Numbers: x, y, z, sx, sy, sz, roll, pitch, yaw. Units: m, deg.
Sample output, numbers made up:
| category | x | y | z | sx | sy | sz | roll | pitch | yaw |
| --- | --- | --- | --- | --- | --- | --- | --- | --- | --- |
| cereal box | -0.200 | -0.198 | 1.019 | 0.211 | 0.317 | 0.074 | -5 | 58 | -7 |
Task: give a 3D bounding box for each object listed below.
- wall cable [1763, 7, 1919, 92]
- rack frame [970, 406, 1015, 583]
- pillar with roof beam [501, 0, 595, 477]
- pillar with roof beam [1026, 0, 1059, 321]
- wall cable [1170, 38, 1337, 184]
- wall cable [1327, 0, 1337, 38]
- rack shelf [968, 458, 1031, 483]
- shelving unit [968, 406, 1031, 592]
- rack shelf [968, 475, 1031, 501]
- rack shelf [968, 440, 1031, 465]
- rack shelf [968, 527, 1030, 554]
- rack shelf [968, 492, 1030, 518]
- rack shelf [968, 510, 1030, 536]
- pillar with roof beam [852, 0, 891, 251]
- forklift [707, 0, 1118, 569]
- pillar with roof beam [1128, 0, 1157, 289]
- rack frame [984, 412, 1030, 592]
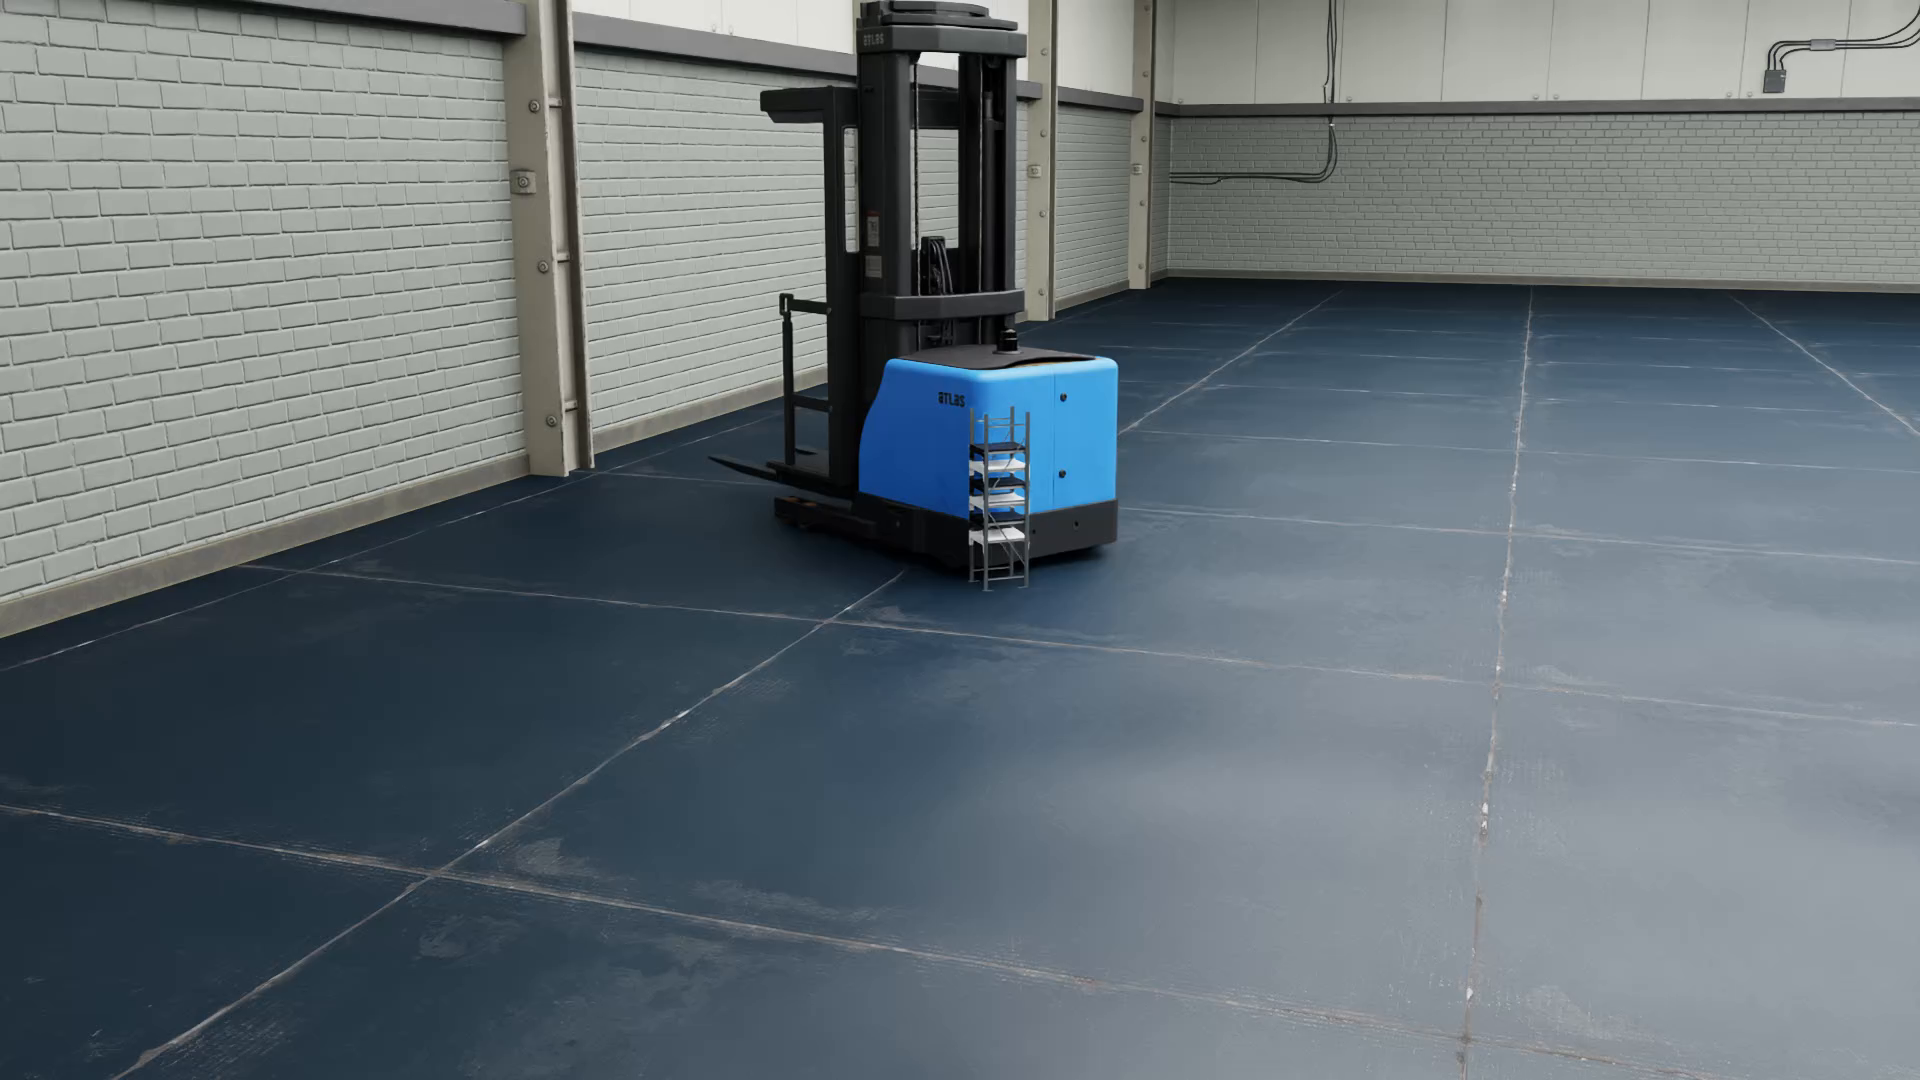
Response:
| category | x | y | z | sx | sy | sz | roll | pitch | yaw |
| --- | --- | --- | --- | --- | --- | --- | --- | --- | --- |
| wall cable | 14.216 | -10.160 | 26.136 | 2.305 | 6.003 | 0.169 | 4 | 14 | 18 |
| rack frame | 0.163 | -0.230 | 8.471 | 0.240 | 0.900 | 0.006 | -5 | 14 | -20 |
| pillar with roof beam | 1.284 | -4.564 | 9.260 | 9.100 | 9.000 | 0.400 | 4 | 14 | 18 |
| pillar with roof beam | 5.166 | -7.090 | 20.330 | 9.100 | 9.000 | 0.400 | 4 | 14 | 18 |
| wall cable | 5.239 | -7.675 | 29.869 | 3.097 | 2.526 | 0.112 | 4 | 14 | 18 |
| wall cable | 7.799 | -9.942 | 28.454 | 3.097 | 2.526 | 0.112 | 4 | 14 | 18 |
| rack shelf | 0.198 | -0.351 | 8.346 | 0.258 | 0.077 | 0.200 | -5 | 14 | -20 |
| shelving unit | 0.198 | -0.208 | 8.378 | 0.258 | 0.900 | 0.210 | -5 | 14 | -20 |
| rack shelf | 0.198 | -0.264 | 8.366 | 0.258 | 0.077 | 0.200 | -5 | 14 | -20 |
| rack shelf | 0.198 | -0.439 | 8.325 | 0.258 | 0.077 | 0.200 | -5 | 14 | -20 |
| rack shelf | 0.198 | 0.000 | 8.426 | 0.258 | 0.077 | 0.200 | -5 | 14 | -20 |
| rack shelf | 0.198 | -0.176 | 8.386 | 0.258 | 0.077 | 0.200 | -5 | 14 | -20 |
| rack shelf | 0.198 | -0.088 | 8.406 | 0.258 | 0.077 | 0.200 | -5 | 14 | -20 |
| pillar with roof beam | 3.225 | -5.827 | 14.795 | 9.100 | 9.000 | 0.400 | 4 | 14 | 18 |
| forklift | -0.449 | -1.546 | 9.677 | 1.130 | 2.935 | 3.031 | -10 | 16 | -38 |
| pillar with roof beam | 7.108 | -8.354 | 25.865 | 9.100 | 9.000 | 0.400 | 4 | 14 | 18 |
| rack frame | 0.233 | -0.187 | 8.285 | 0.240 | 0.900 | 0.006 | -5 | 14 | -20 |
